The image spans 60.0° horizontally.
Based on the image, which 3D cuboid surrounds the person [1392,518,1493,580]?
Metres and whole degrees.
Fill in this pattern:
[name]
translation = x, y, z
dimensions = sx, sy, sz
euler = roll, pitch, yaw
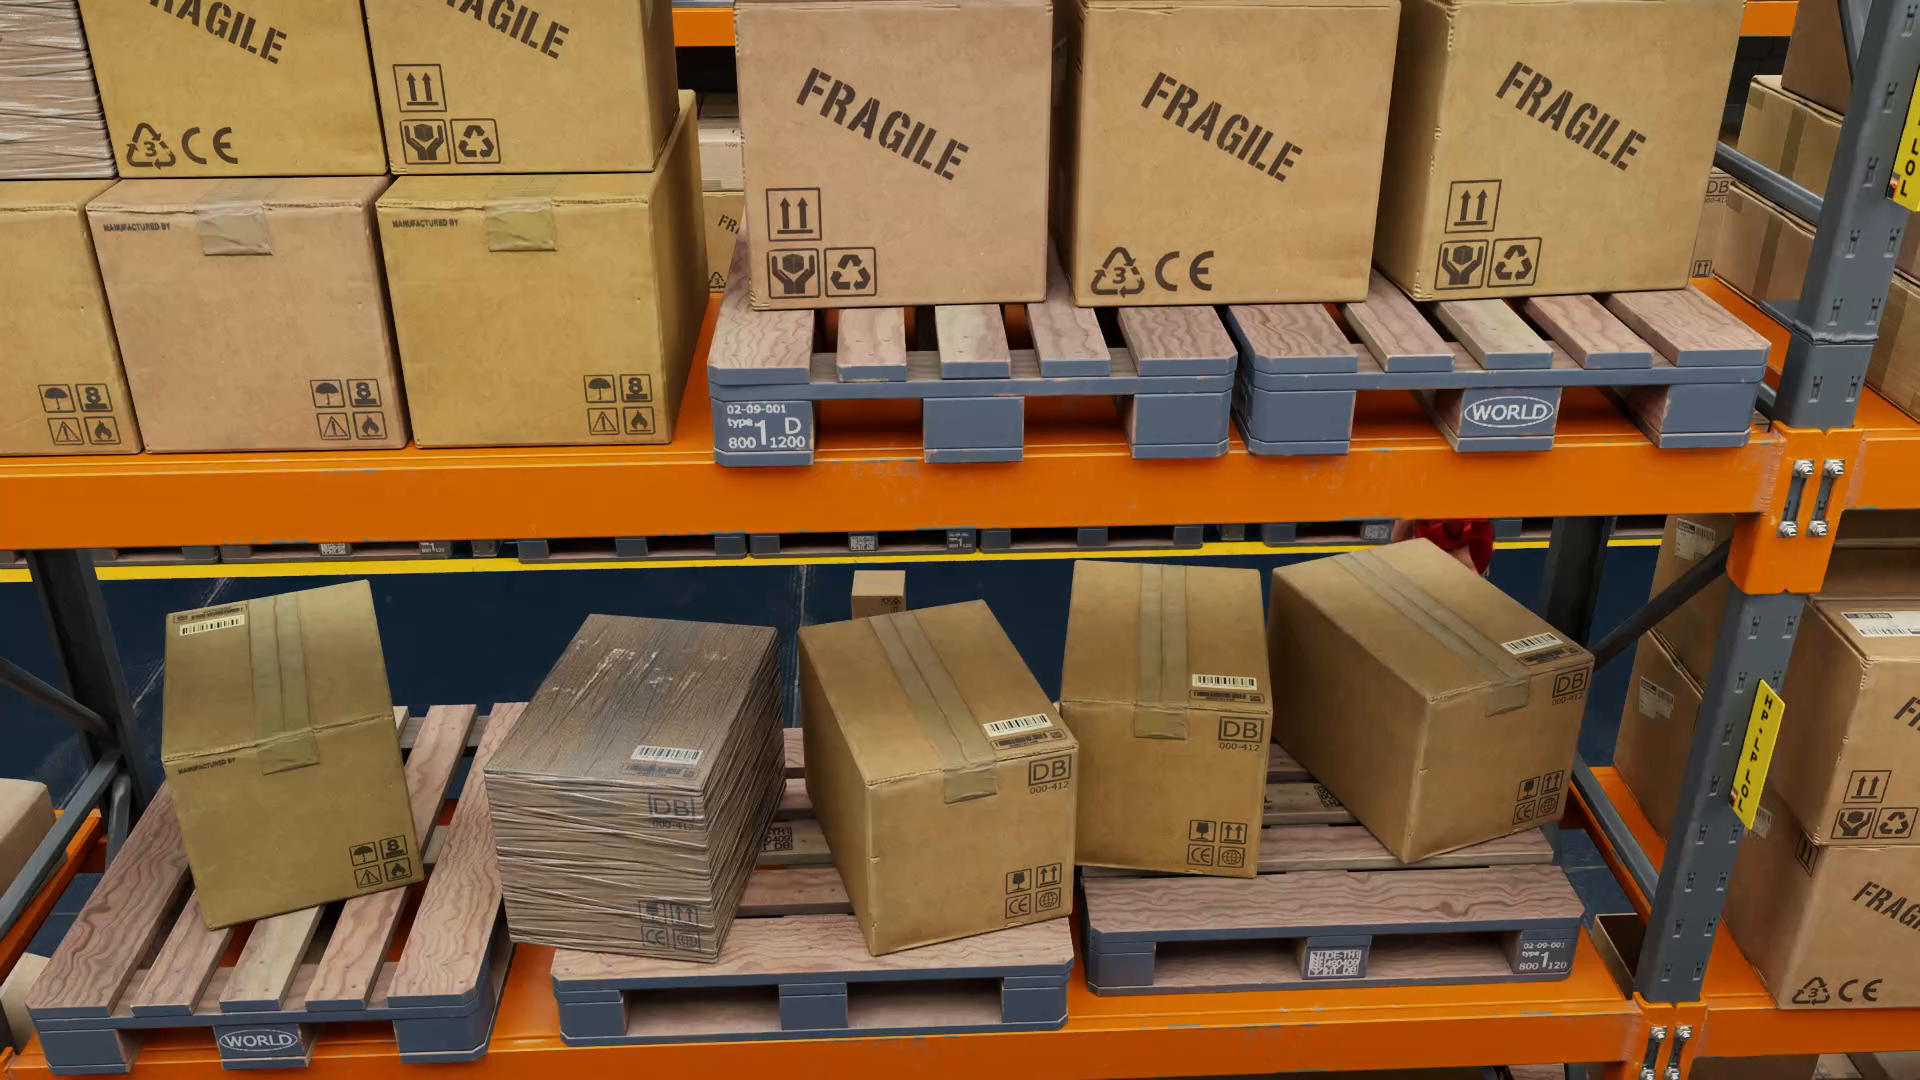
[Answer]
[person]
translation = 2.036, 0.222, 6.707
dimensions = 0.896, 1.712, 0.534
euler = 6, 28, 12
